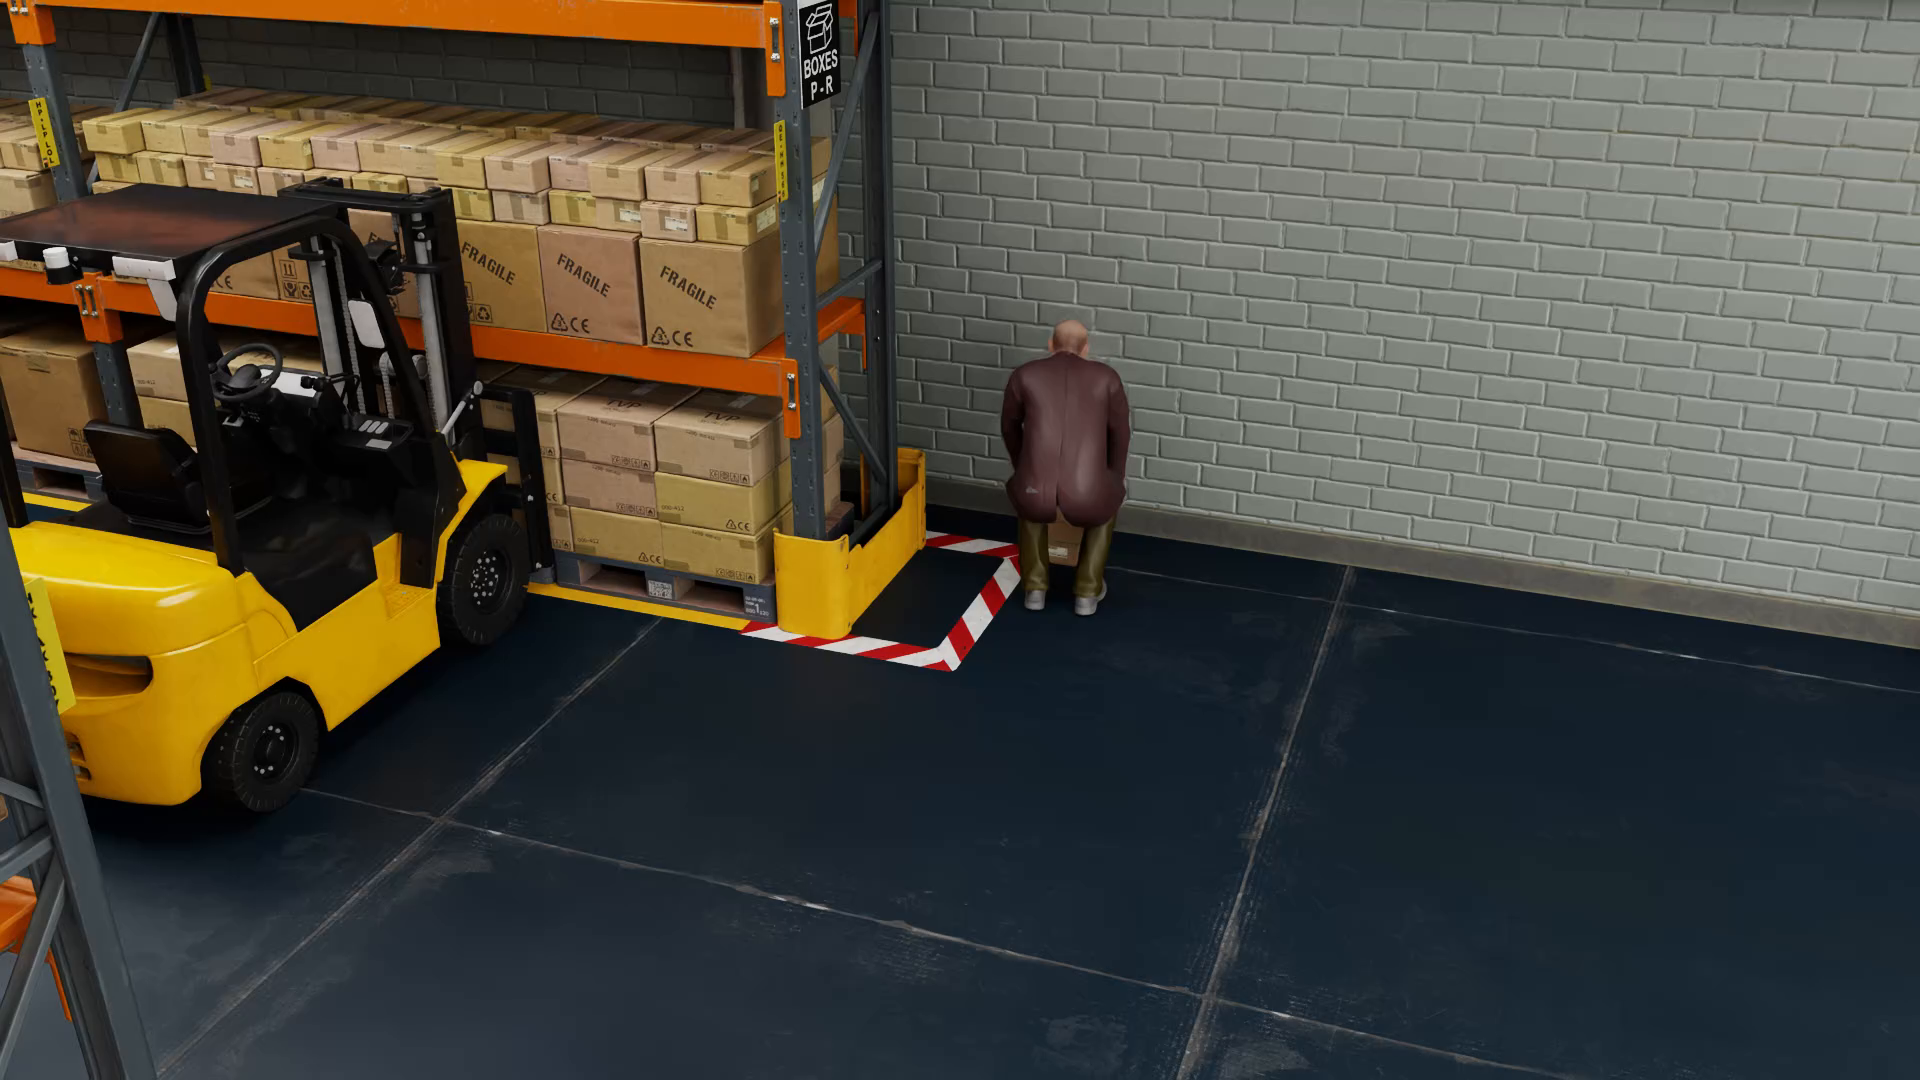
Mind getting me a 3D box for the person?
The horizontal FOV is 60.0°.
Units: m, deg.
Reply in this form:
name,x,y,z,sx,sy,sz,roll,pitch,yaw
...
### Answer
name,x,y,z,sx,sy,sz,roll,pitch,yaw
person,0.480,-0.328,7.885,0.633,1.294,0.780,5,26,11
